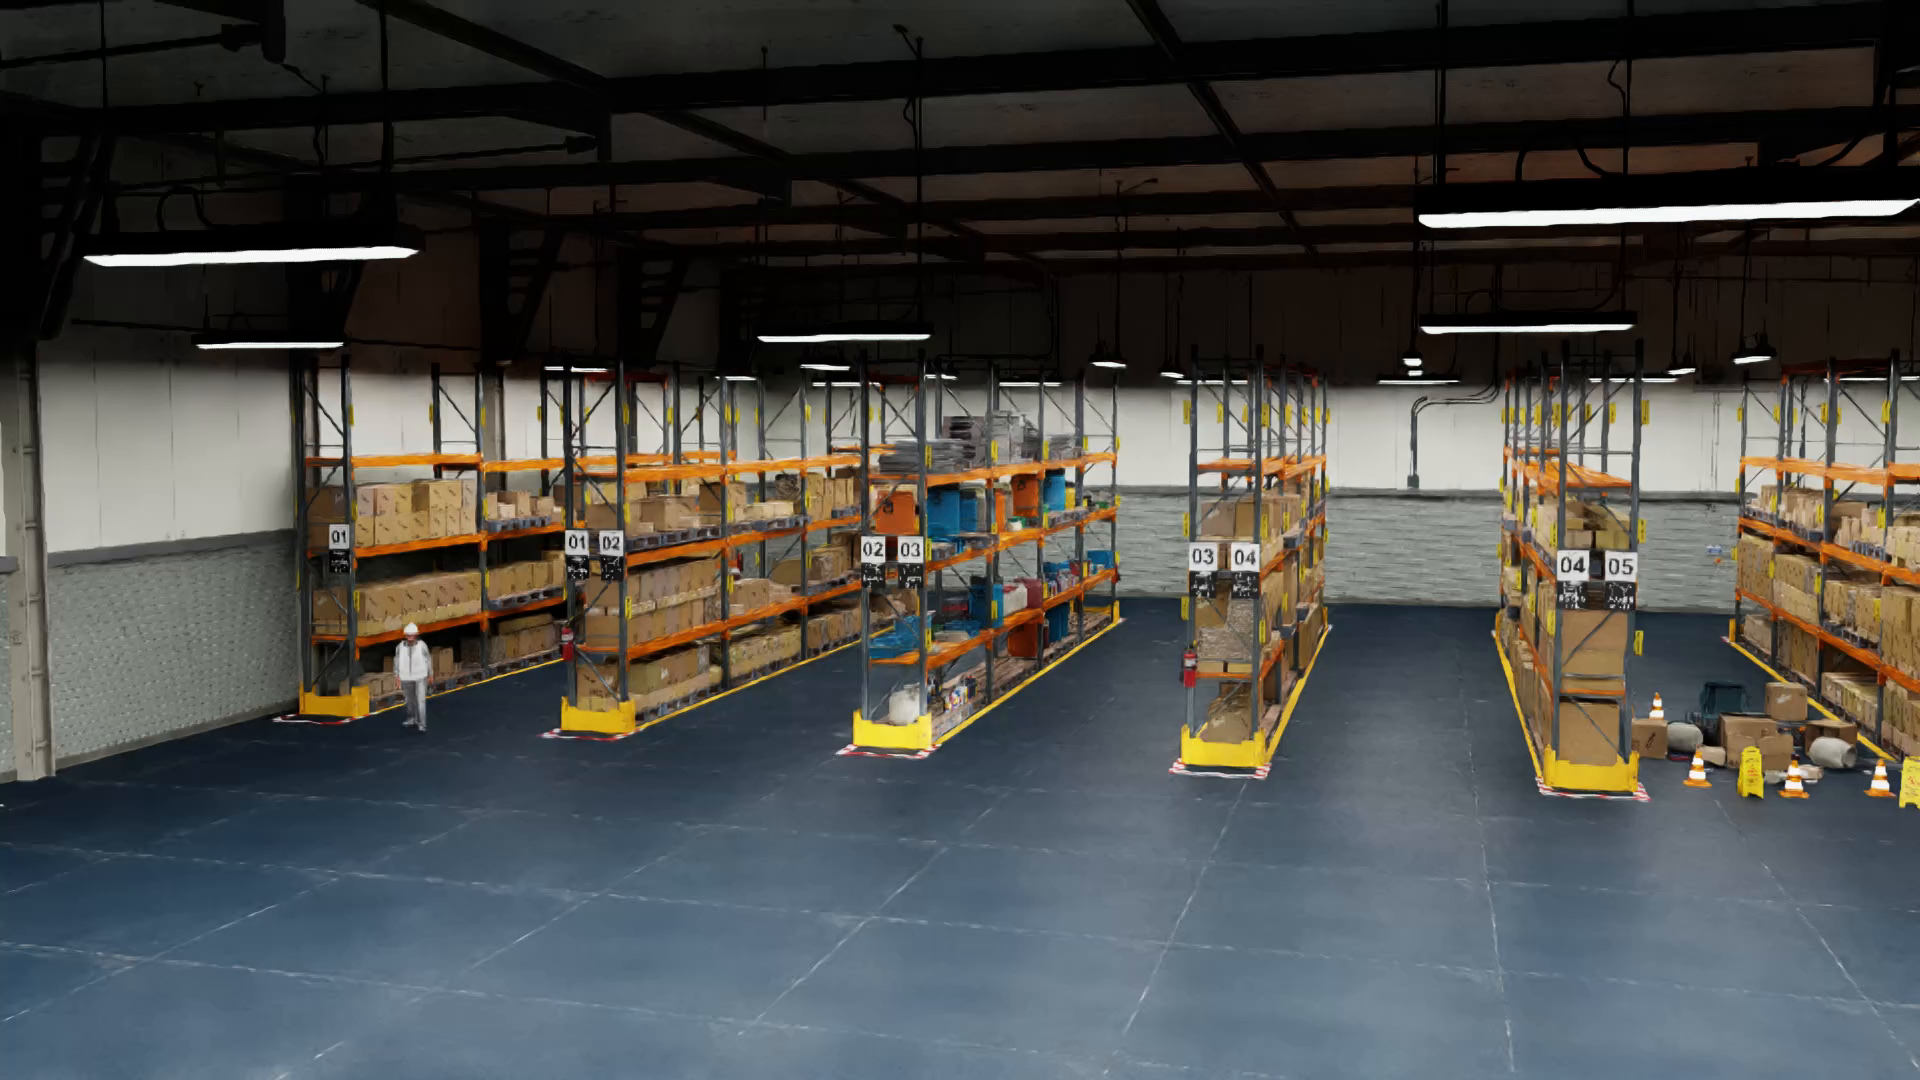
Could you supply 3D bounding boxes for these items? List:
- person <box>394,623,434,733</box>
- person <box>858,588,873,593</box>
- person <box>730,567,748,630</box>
[{"bbox_3d":[-8.683,2.170,26.385,0.575,1.734,0.952,-1,4,-7],"label":"person"},{"bbox_3d":[-2.558,0.665,46.483,0.580,1.716,0.522,-2,5,-21],"label":"person"},{"bbox_3d":[-4.856,1.434,36.286,0.719,1.714,0.578,1,4,14],"label":"person"}]
